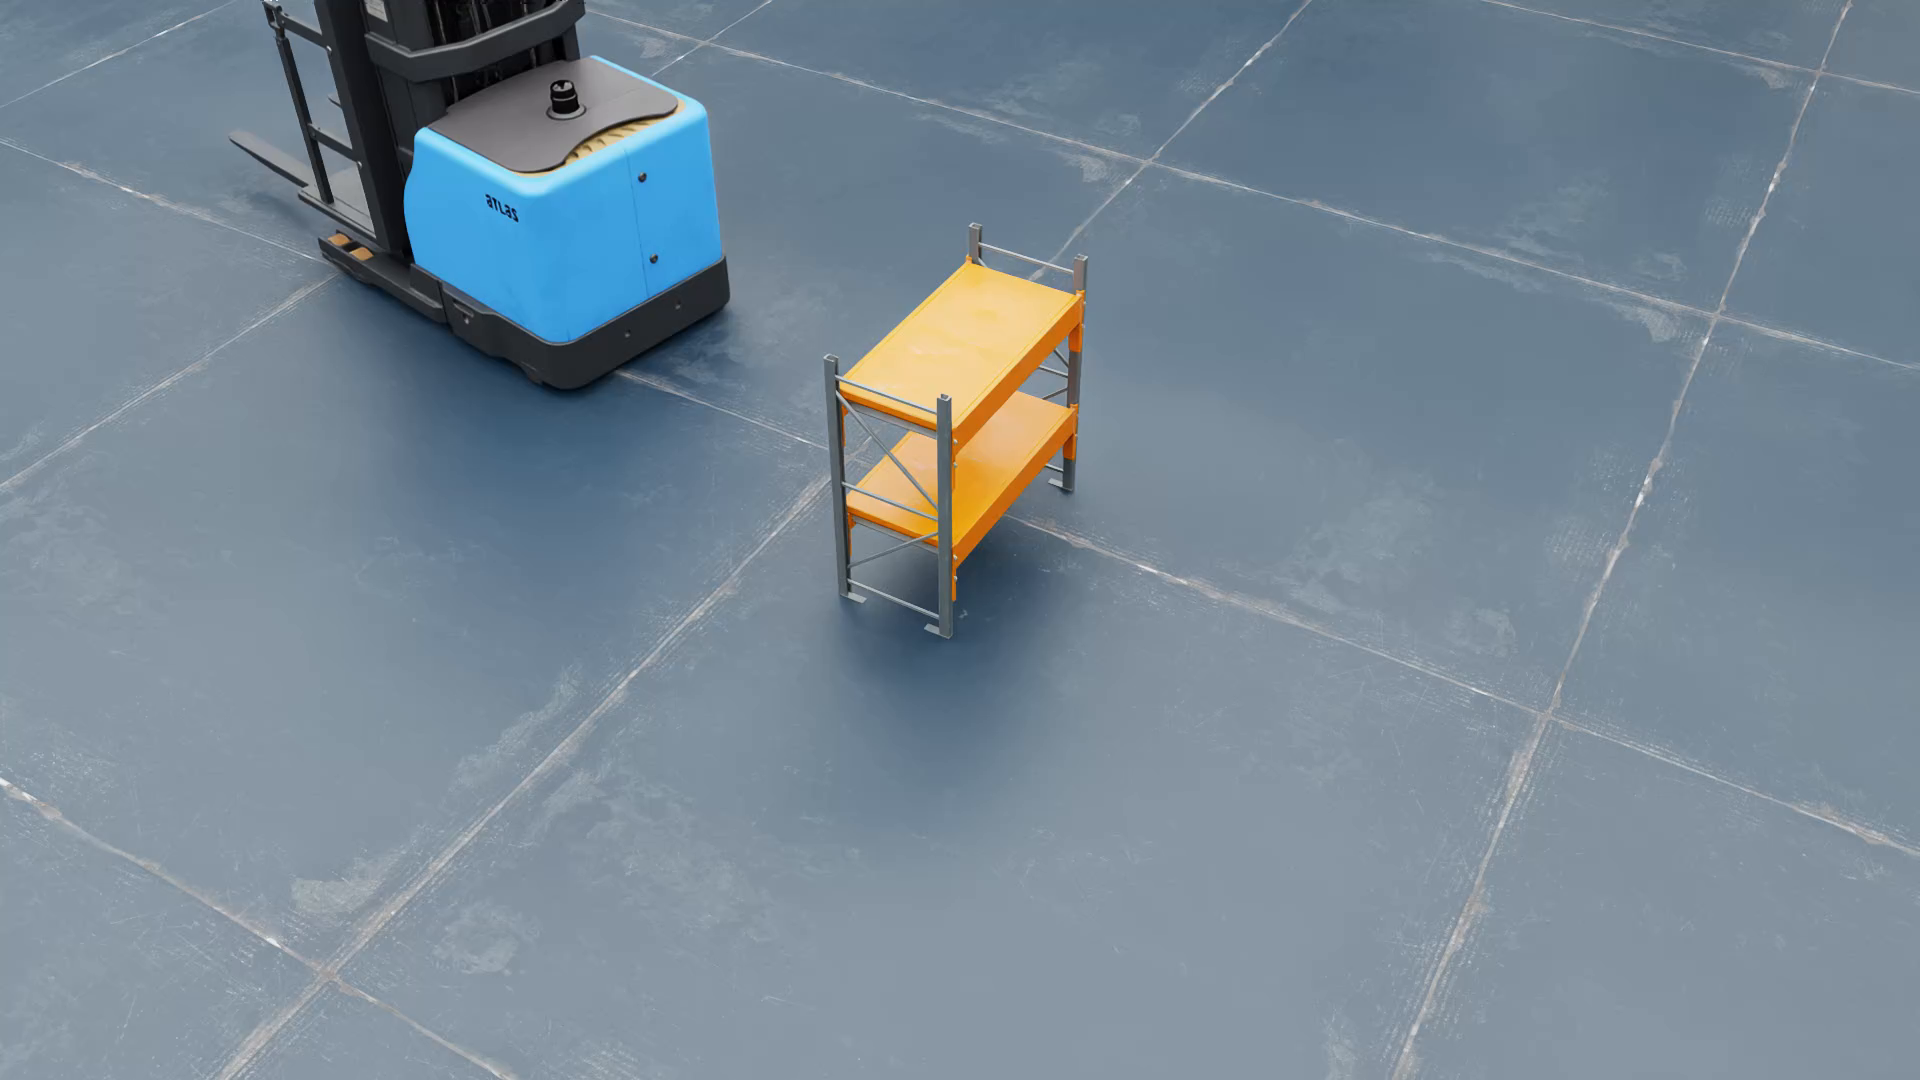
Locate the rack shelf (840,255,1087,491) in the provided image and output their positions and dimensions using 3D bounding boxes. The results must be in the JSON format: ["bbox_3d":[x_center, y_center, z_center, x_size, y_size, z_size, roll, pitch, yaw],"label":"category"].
[{"bbox_3d":[0.003,-0.646,6.189,0.538,0.278,1.000,21,45,22],"label":"rack shelf"}]

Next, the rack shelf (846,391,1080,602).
[{"bbox_3d":[0.003,-0.243,6.544,0.538,0.278,1.000,21,45,22],"label":"rack shelf"}]

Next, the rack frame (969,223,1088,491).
[{"bbox_3d":[0.258,-0.717,6.713,0.500,1.125,0.032,21,45,22],"label":"rack frame"}]

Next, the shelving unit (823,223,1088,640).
[{"bbox_3d":[0.003,-0.426,6.383,0.538,1.125,1.048,21,45,22],"label":"shelving unit"}]

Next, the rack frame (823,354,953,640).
[{"bbox_3d":[-0.251,-0.135,6.052,0.500,1.125,0.032,21,45,22],"label":"rack frame"}]

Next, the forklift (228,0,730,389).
[{"bbox_3d":[-2.543,-2.605,7.491,3.031,2.935,1.130,30,49,29],"label":"forklift"}]
